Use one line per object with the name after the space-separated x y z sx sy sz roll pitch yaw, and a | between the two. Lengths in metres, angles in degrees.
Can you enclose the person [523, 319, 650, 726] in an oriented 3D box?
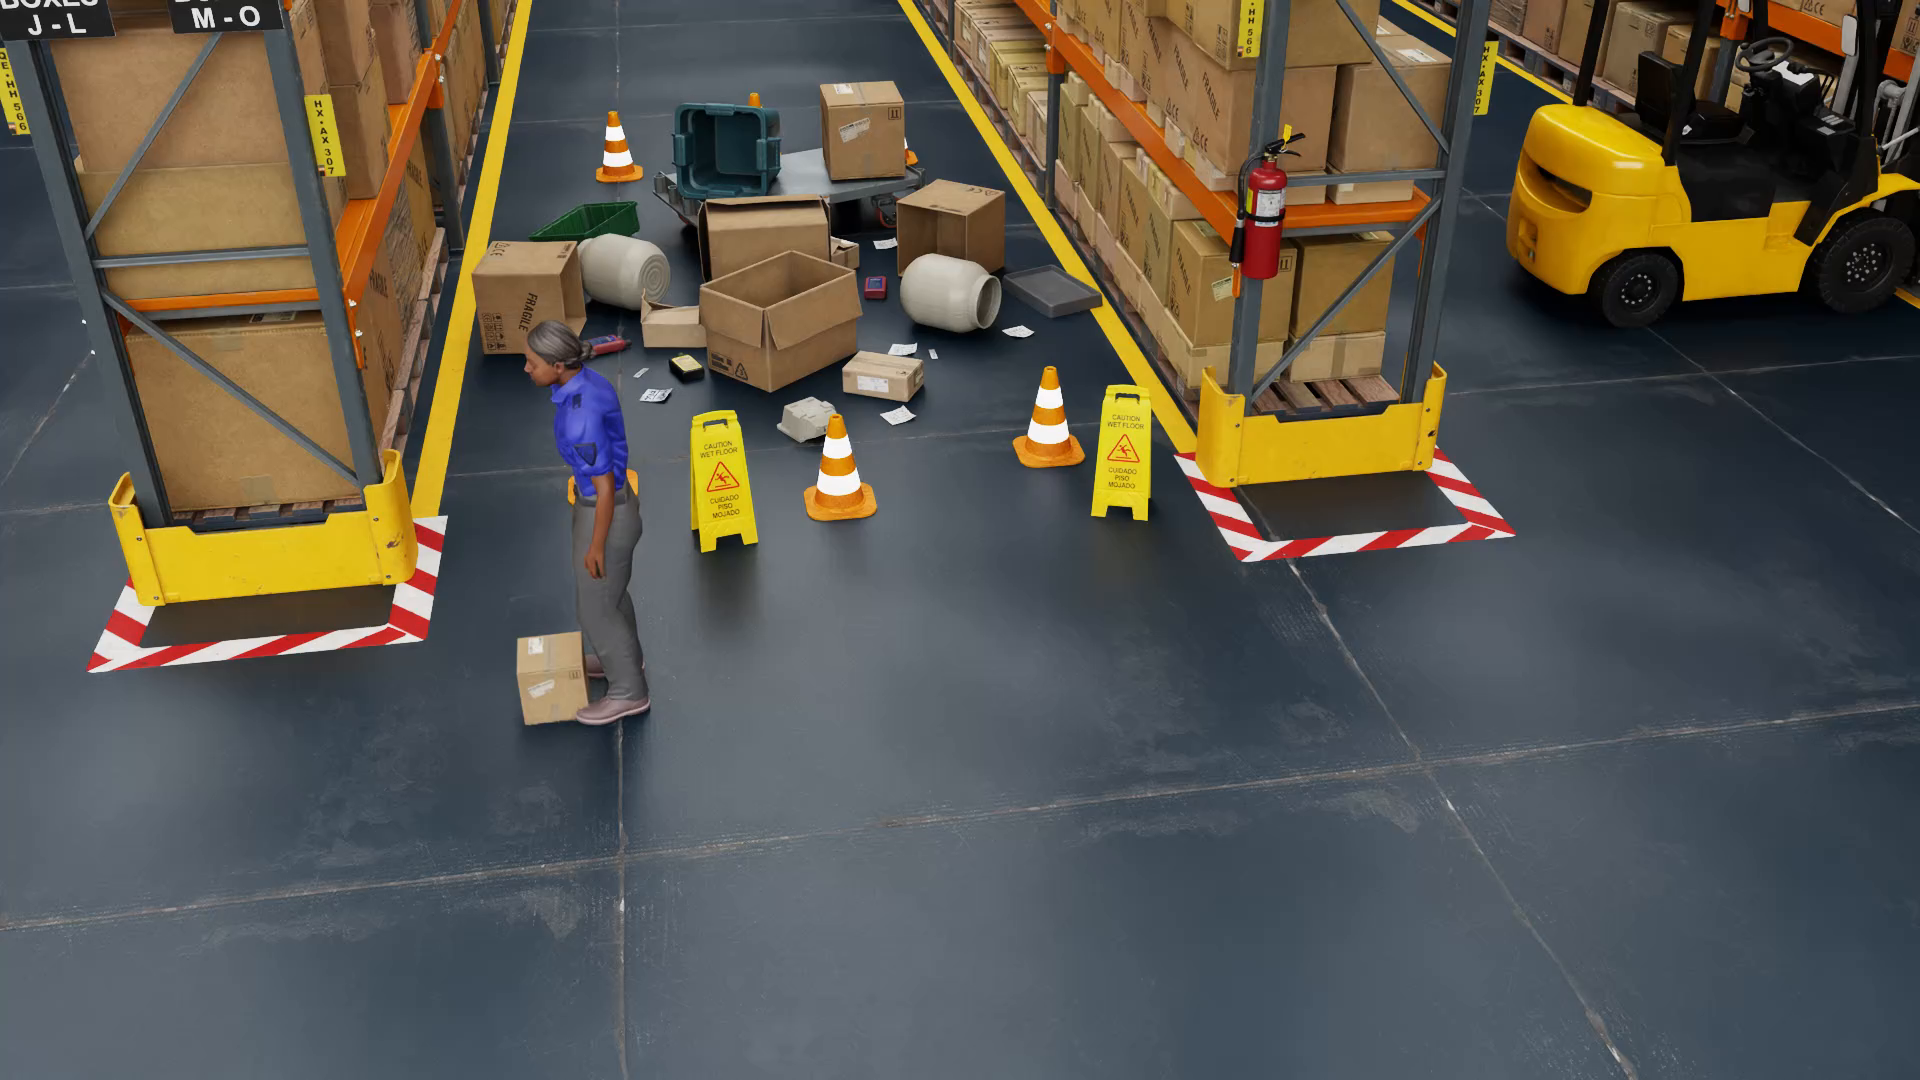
-1.380 -0.083 6.277 0.349 1.653 0.518 -7 32 -11 | person
